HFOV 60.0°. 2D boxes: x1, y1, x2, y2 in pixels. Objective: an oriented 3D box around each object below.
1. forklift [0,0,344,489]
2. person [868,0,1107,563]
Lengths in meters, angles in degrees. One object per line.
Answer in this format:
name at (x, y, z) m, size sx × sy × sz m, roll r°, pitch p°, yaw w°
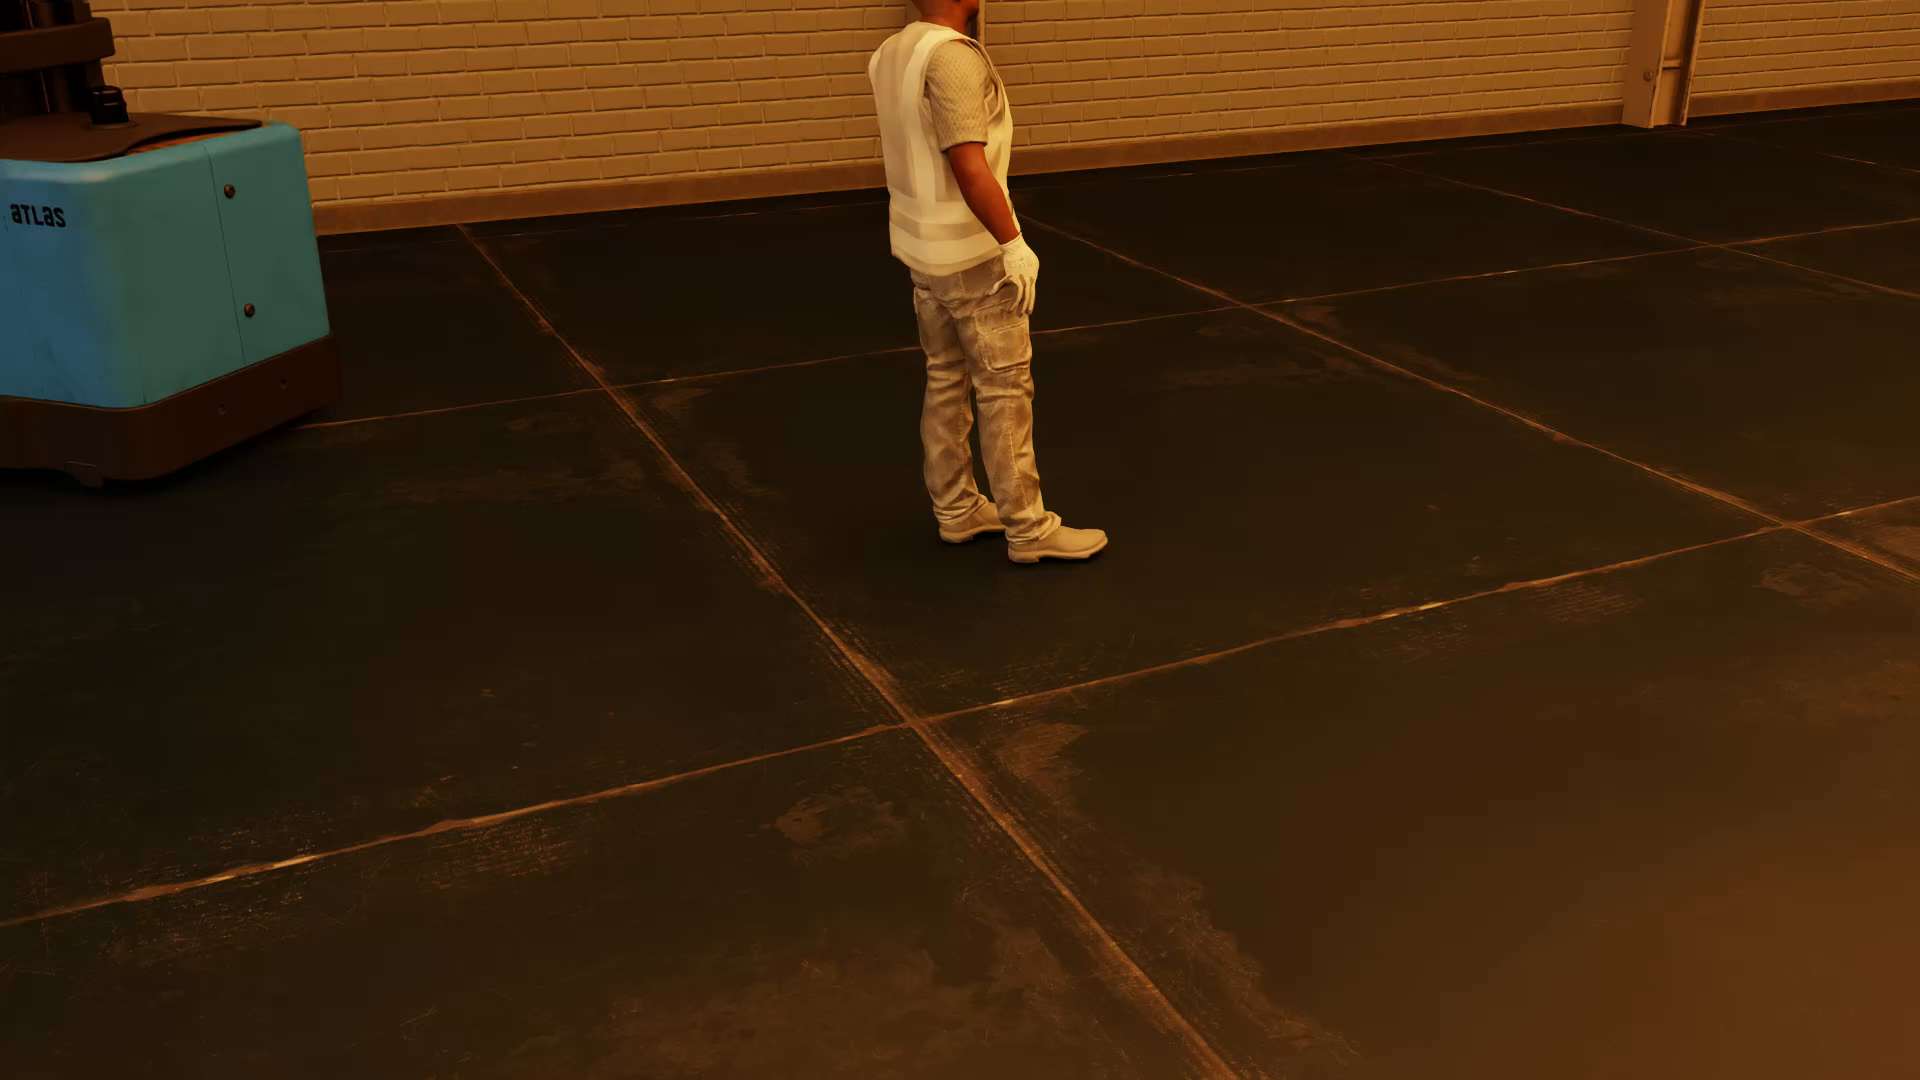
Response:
forklift at (-3.879, -1.848, 5.735) m, size 3.031 × 2.935 × 1.130 m, roll 8°, pitch 24°, yaw 18°
person at (0.069, -0.839, 4.782) m, size 0.577 × 1.782 × 0.656 m, roll -10°, pitch 25°, yaw -23°
